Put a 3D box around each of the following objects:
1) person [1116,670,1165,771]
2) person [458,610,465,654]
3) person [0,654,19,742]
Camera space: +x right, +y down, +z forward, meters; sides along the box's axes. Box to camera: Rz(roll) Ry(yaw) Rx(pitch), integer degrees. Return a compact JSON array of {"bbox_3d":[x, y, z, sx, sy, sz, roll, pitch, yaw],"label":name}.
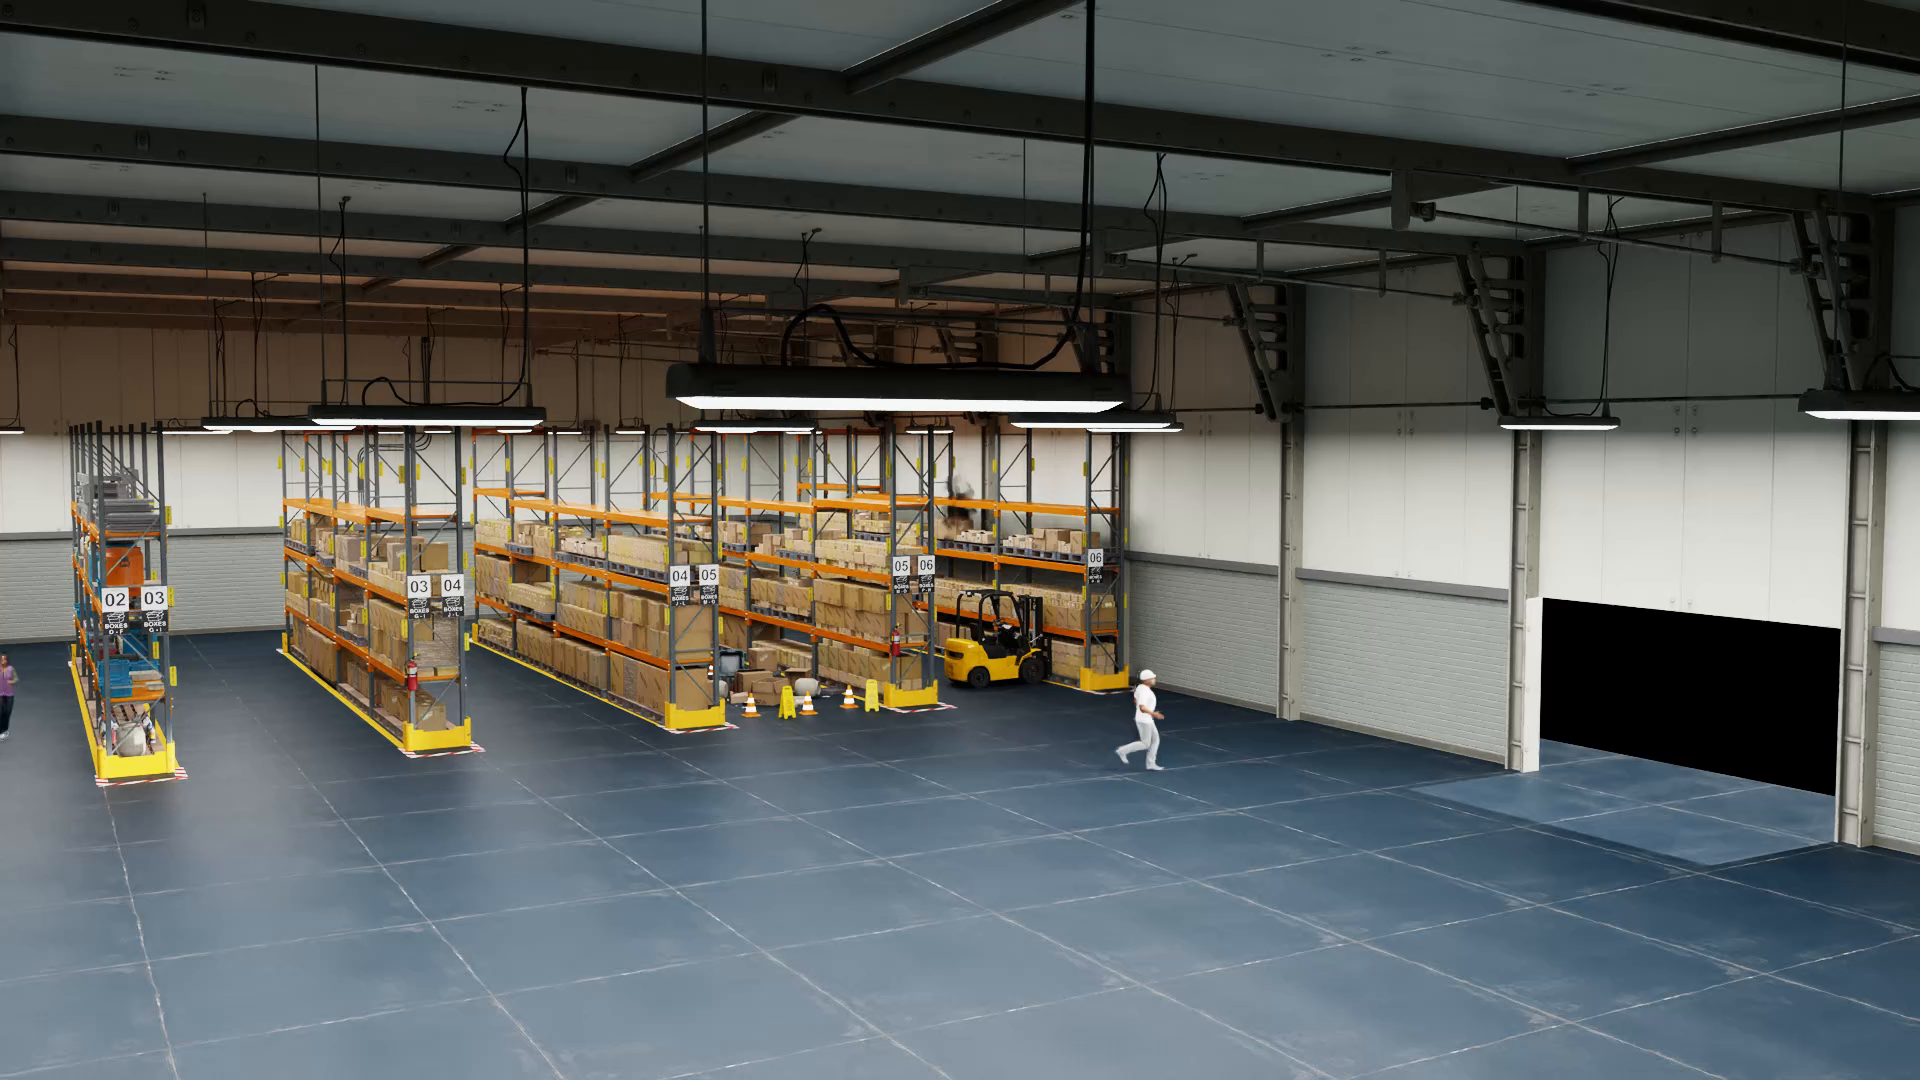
[{"bbox_3d":[3.098,3.093,28.537,0.829,1.734,0.688,0,4,6],"label":"person"},{"bbox_3d":[-13.207,2.219,43.432,0.576,1.636,0.820,-2,4,-29],"label":"person"},{"bbox_3d":[-18.103,2.984,31.473,0.503,1.629,0.710,-3,5,-44],"label":"person"}]
